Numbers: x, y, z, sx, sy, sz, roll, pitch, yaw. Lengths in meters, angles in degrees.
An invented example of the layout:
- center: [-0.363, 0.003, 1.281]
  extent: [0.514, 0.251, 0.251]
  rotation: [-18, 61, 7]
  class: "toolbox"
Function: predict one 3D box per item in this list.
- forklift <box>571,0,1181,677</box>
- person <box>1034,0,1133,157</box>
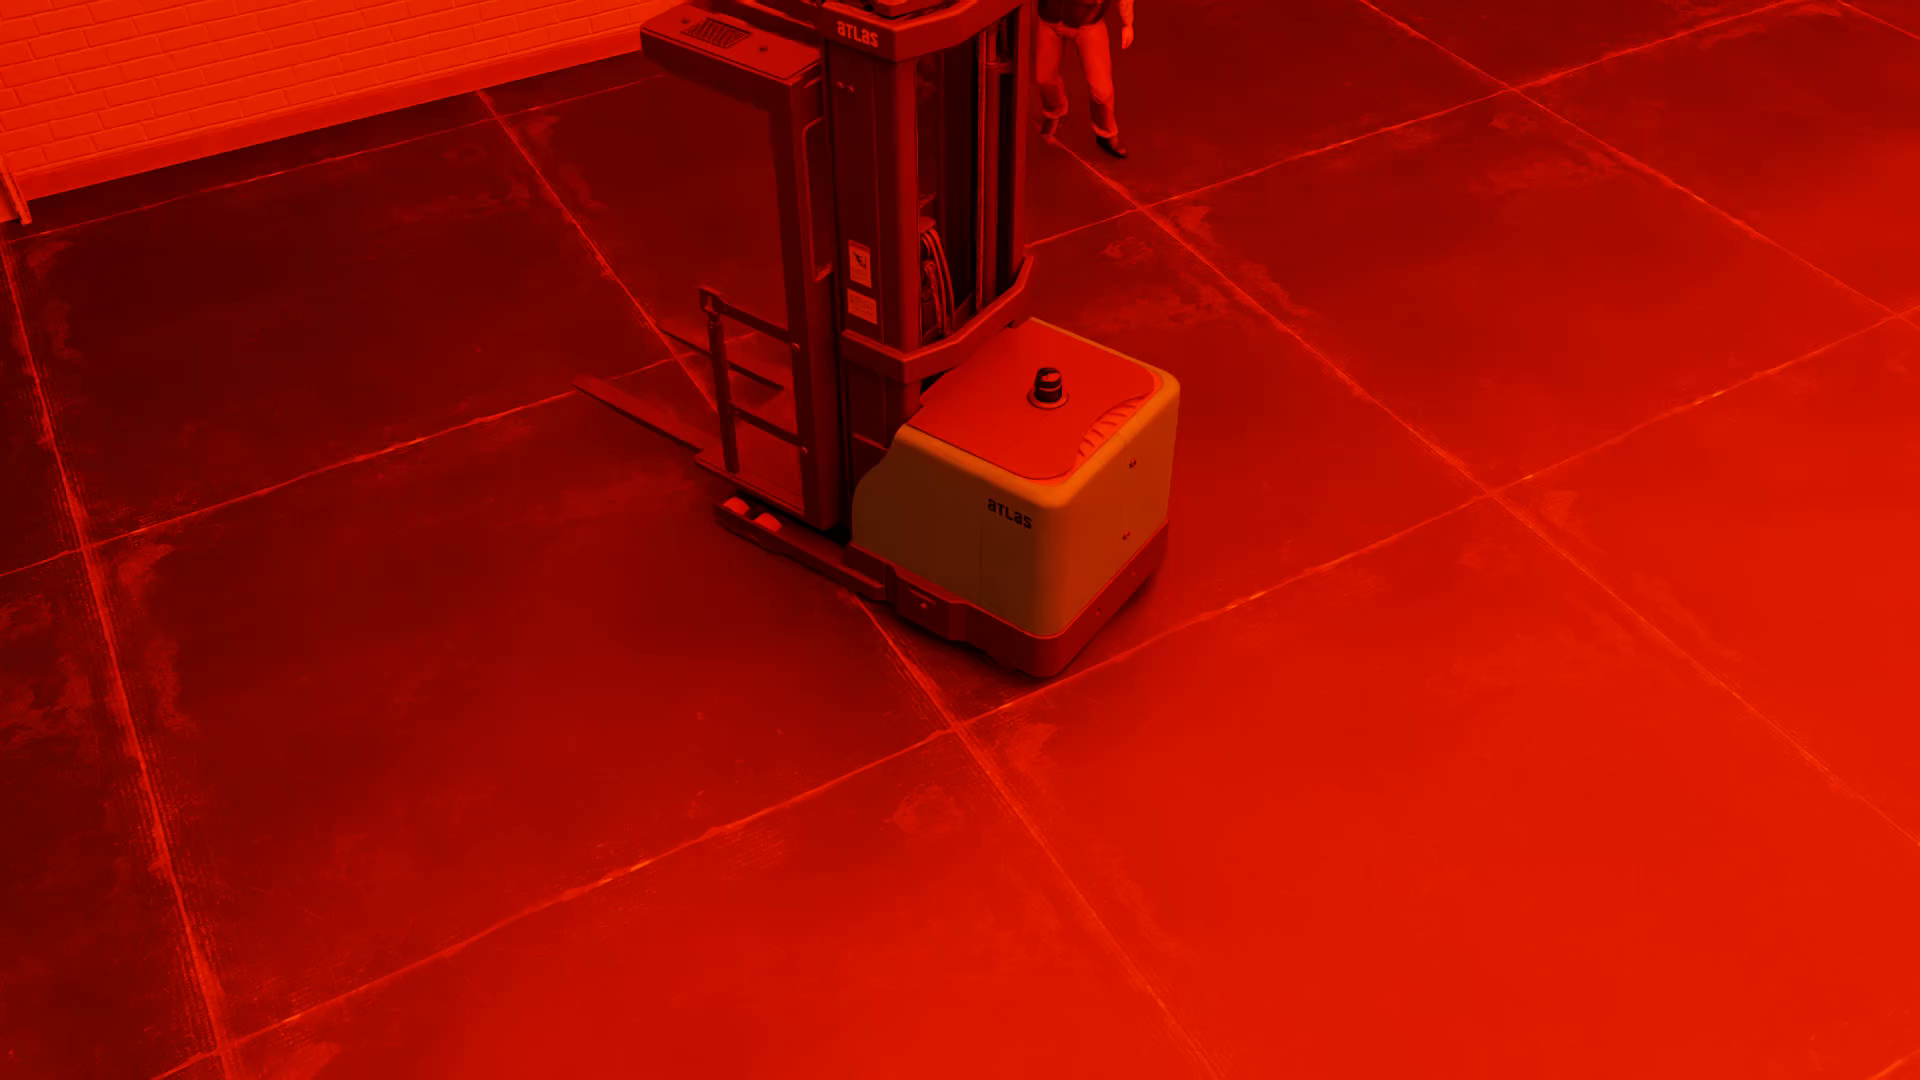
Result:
- center: [-0.544, -1.297, 7.096]
  extent: [3.031, 2.935, 1.130]
  rotation: [26, 49, 25]
  class: "forklift"
- center: [0.696, -3.165, 10.081]
  extent: [0.872, 1.701, 0.451]
  rotation: [18, 46, 18]
  class: "person"
